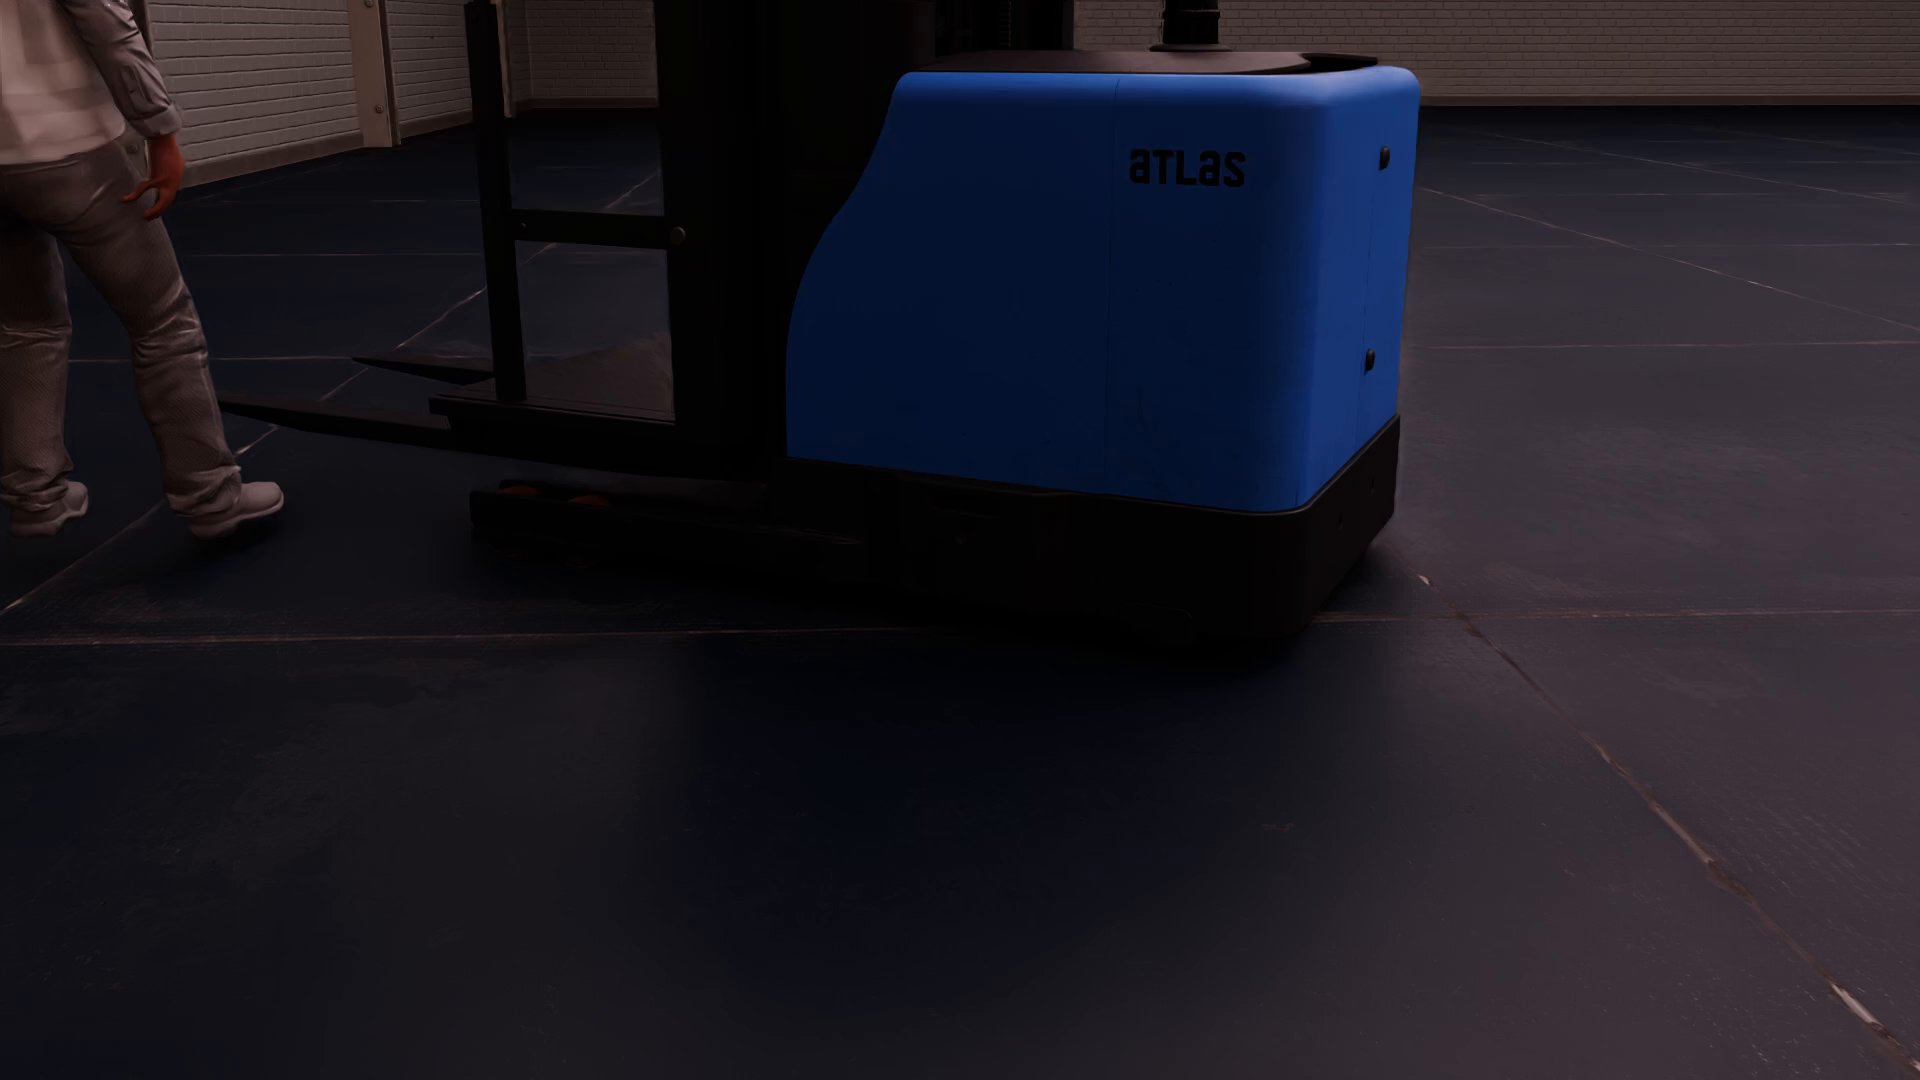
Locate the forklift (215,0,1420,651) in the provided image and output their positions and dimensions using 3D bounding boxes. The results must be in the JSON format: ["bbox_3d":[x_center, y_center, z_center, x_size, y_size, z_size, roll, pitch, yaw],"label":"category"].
[{"bbox_3d":[-0.548,-1.466,3.700,3.031,2.935,1.130,8,19,24],"label":"forklift"}]

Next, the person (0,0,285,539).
[{"bbox_3d":[-1.952,-0.845,3.547,0.663,1.759,0.593,1,17,4],"label":"person"}]
